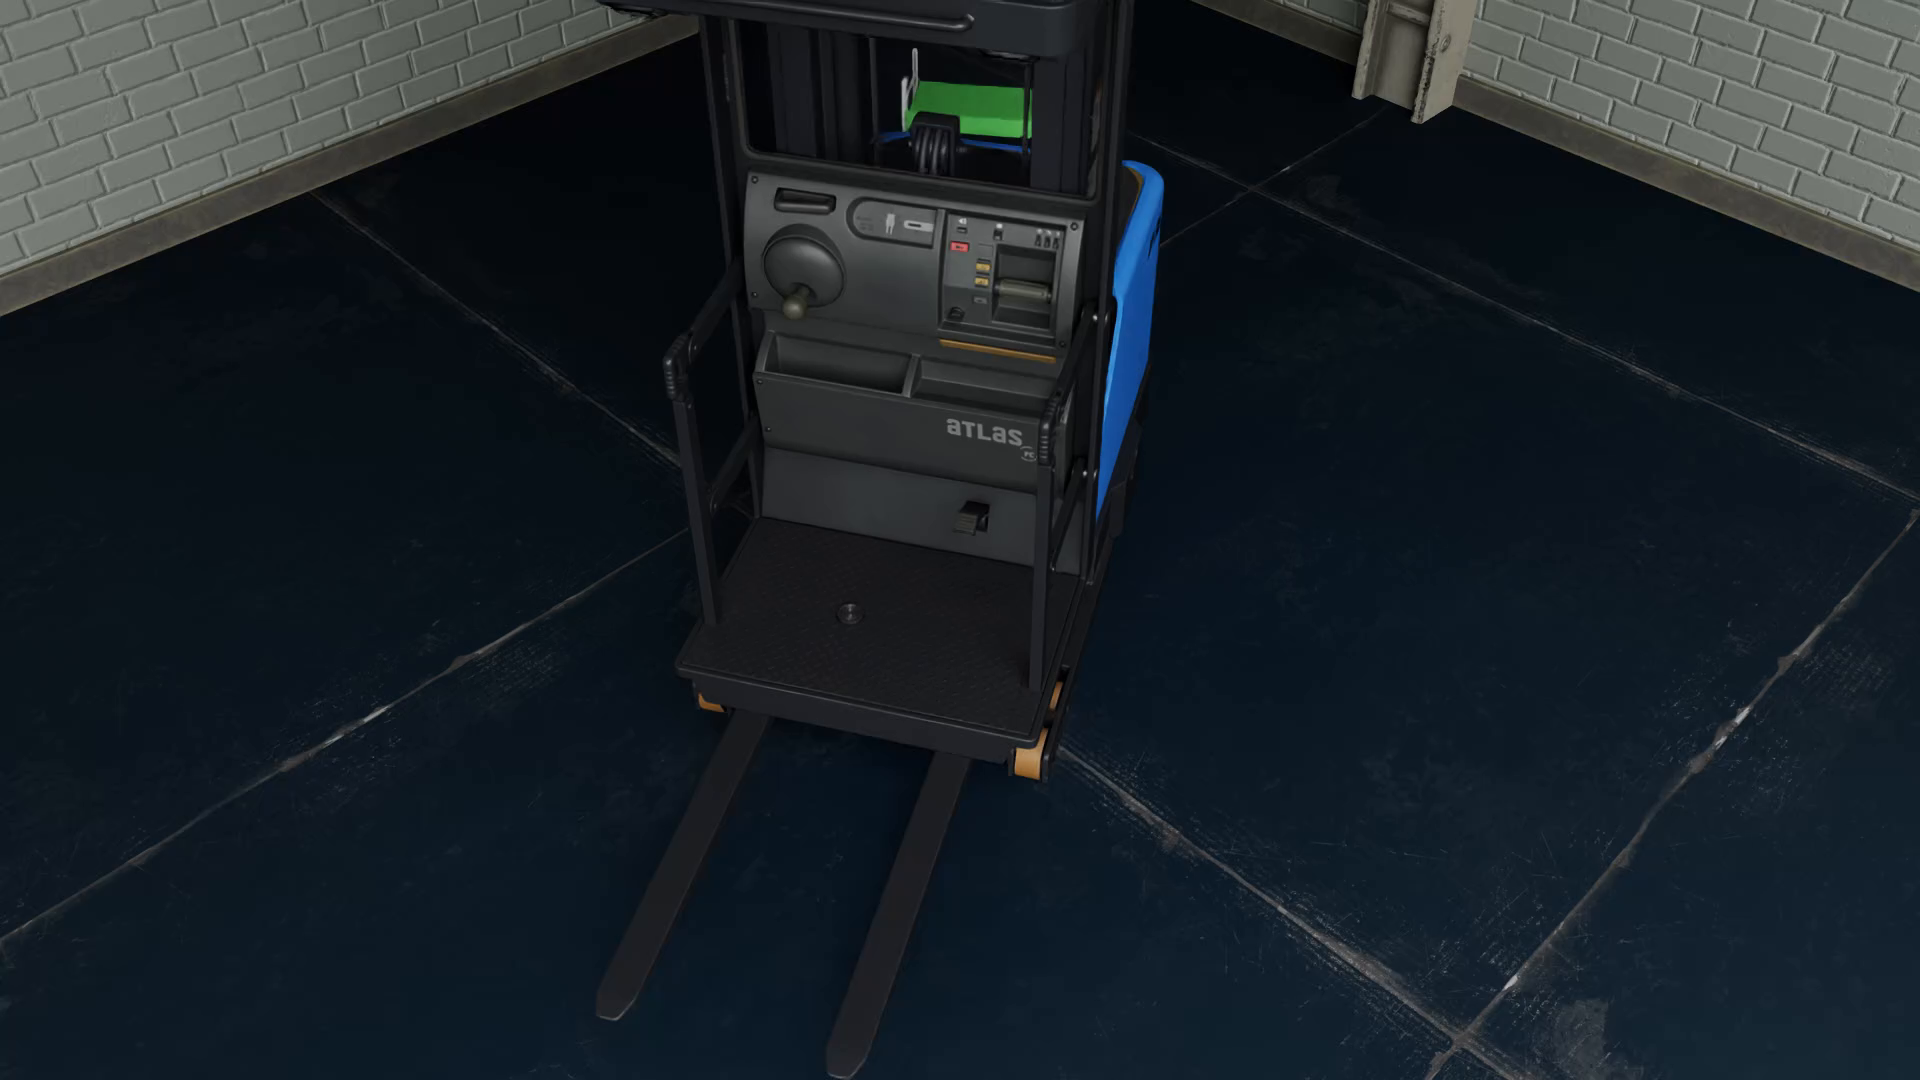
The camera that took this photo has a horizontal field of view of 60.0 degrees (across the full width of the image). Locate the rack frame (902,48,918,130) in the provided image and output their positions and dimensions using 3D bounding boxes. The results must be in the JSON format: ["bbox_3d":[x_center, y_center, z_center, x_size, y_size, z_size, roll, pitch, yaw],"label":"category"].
[{"bbox_3d":[-0.176,-1.201,6.160,0.015,1.200,0.240,6,42,7],"label":"rack frame"}]

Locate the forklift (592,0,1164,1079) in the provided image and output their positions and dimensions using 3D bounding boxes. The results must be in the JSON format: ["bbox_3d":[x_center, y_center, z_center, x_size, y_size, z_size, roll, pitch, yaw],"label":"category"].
[{"bbox_3d":[-0.188,-0.660,4.305,1.130,2.935,3.031,10,44,11],"label":"forklift"}]

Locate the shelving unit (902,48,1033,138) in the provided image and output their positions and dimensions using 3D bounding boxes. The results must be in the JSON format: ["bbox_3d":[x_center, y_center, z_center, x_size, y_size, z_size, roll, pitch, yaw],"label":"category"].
[{"bbox_3d":[0.065,-1.175,6.132,0.503,1.200,0.258,6,42,7],"label":"shelving unit"}]

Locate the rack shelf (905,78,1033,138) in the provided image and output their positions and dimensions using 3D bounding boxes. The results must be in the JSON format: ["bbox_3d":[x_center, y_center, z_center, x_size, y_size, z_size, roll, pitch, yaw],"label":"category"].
[{"bbox_3d":[0.067,-1.488,5.858,0.480,0.148,0.258,6,42,7],"label":"rack shelf"}]

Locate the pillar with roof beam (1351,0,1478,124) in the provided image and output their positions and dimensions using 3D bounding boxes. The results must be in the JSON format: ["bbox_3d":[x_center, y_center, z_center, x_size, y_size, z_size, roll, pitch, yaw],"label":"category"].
[{"bbox_3d":[-0.900,-3.380,2.777,9.100,9.000,0.400,-34,53,-31],"label":"pillar with roof beam"}]
